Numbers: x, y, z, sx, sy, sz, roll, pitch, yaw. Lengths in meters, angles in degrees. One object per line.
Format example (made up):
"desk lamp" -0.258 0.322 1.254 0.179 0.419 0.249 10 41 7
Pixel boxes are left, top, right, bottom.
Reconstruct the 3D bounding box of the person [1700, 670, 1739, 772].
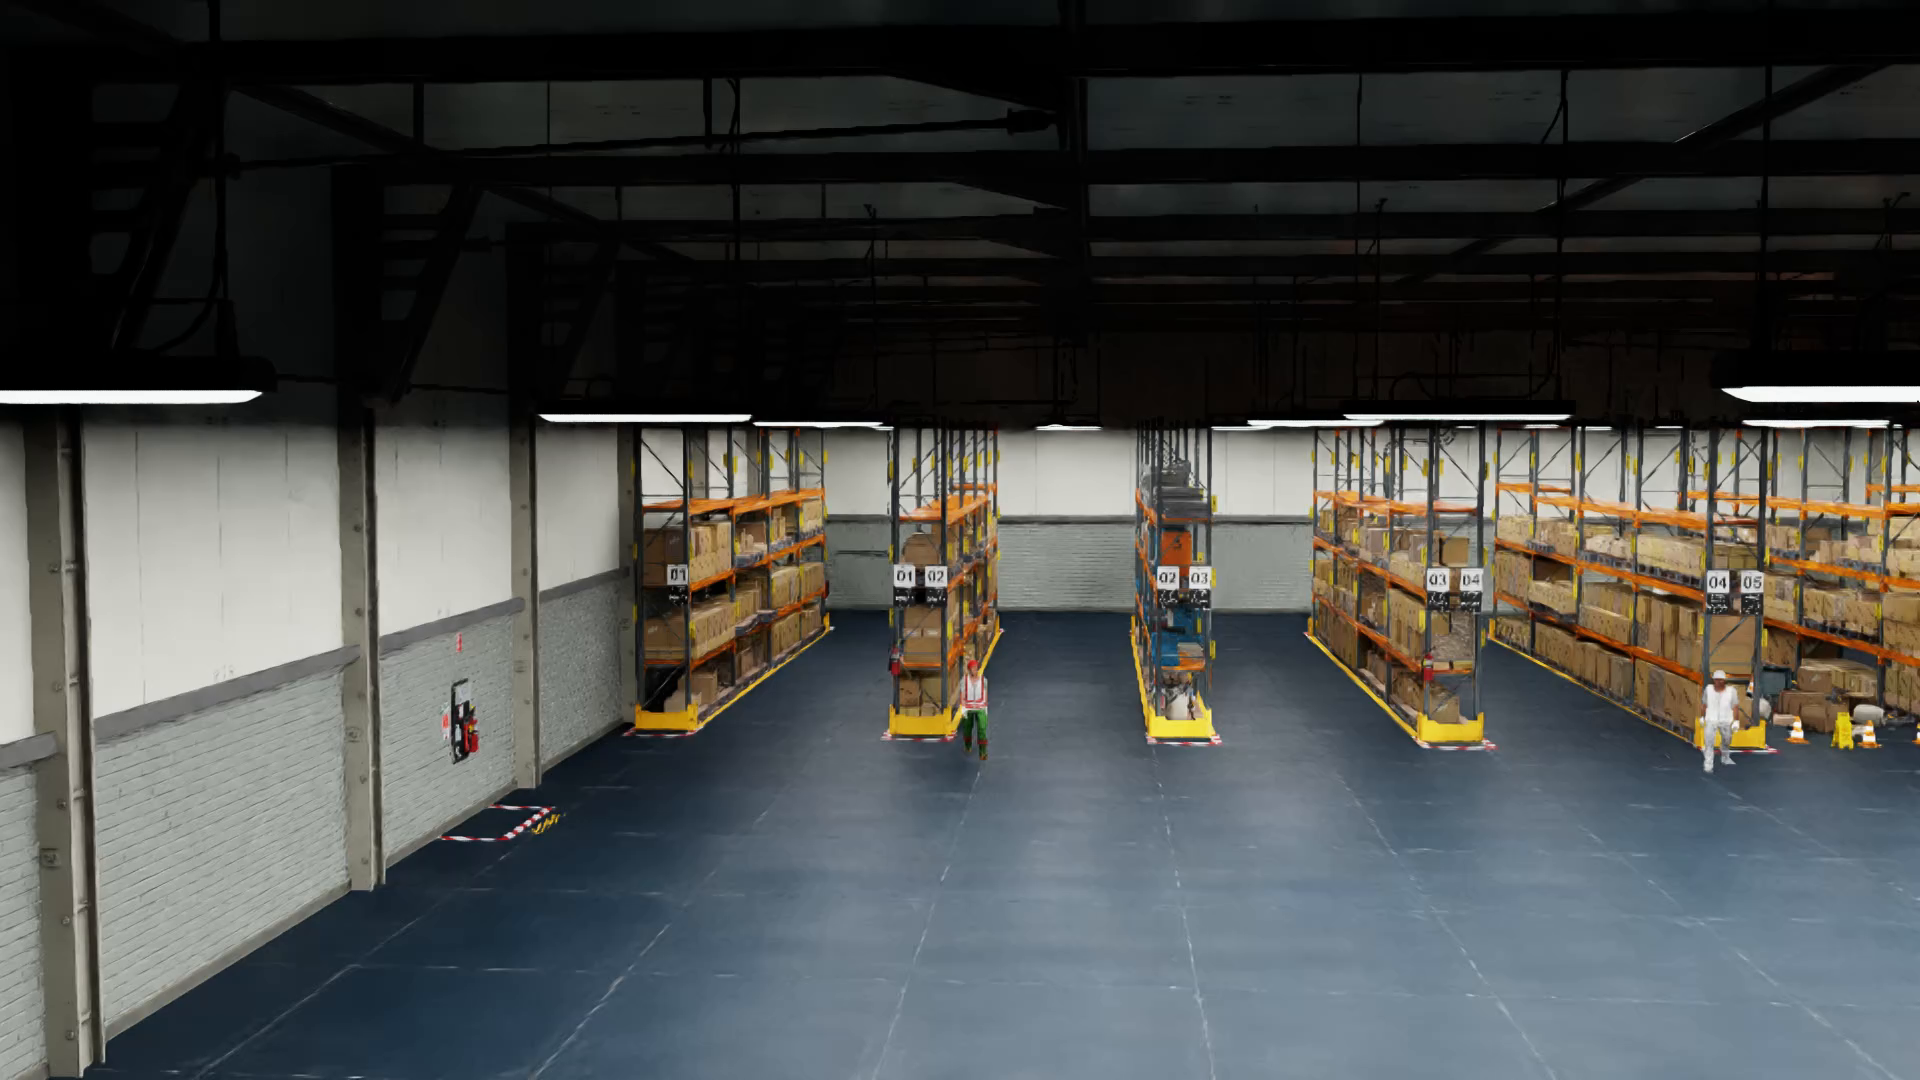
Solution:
"person" 12.814 3.033 28.061 0.604 1.731 0.983 2 4 25

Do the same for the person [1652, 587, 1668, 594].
"person" 19.841 1.780 47.057 0.708 1.762 0.585 -1 4 -20

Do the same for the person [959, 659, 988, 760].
"person" 0.237 2.938 29.095 0.528 1.711 1.011 0 4 -4
